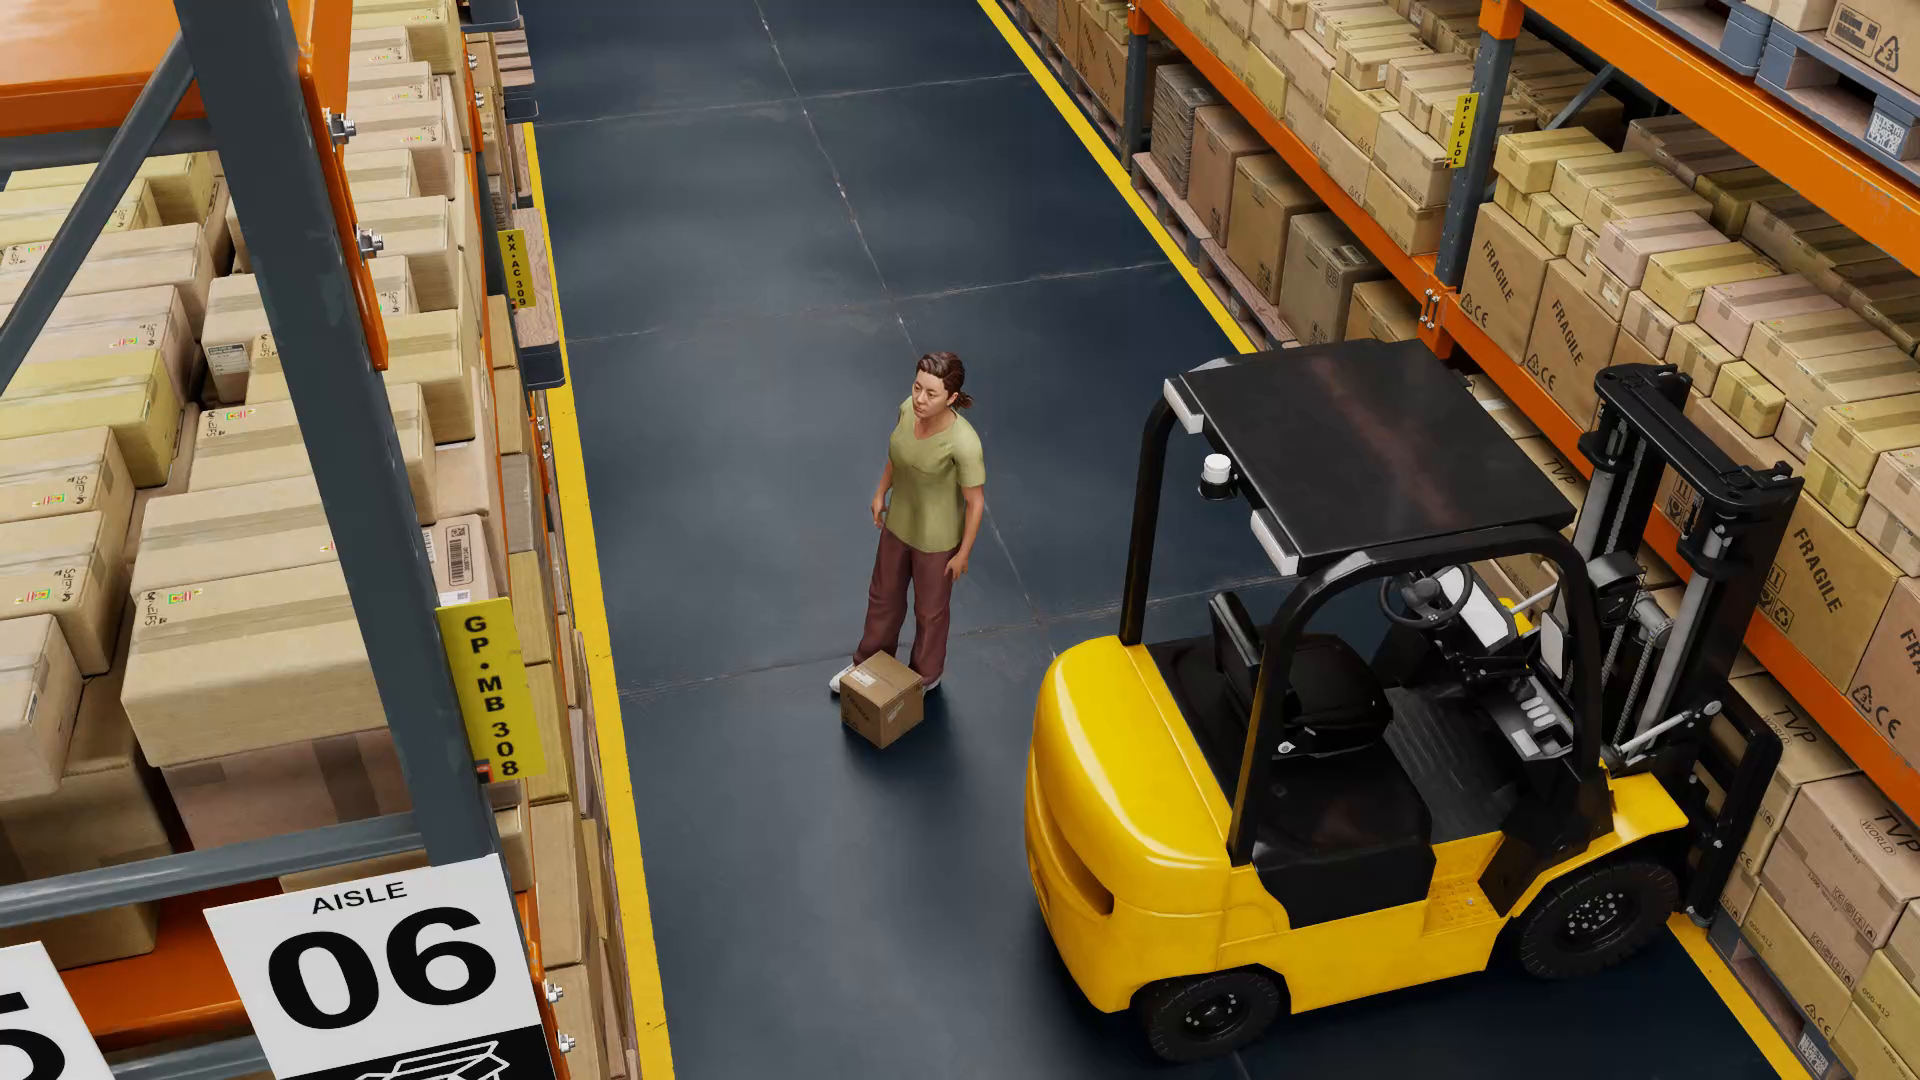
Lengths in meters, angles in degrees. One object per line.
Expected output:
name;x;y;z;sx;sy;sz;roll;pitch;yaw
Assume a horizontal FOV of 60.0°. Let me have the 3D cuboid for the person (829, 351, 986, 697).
person;-0.199;0.000;6.707;0.549;1.667;0.554;-31;48;-33
